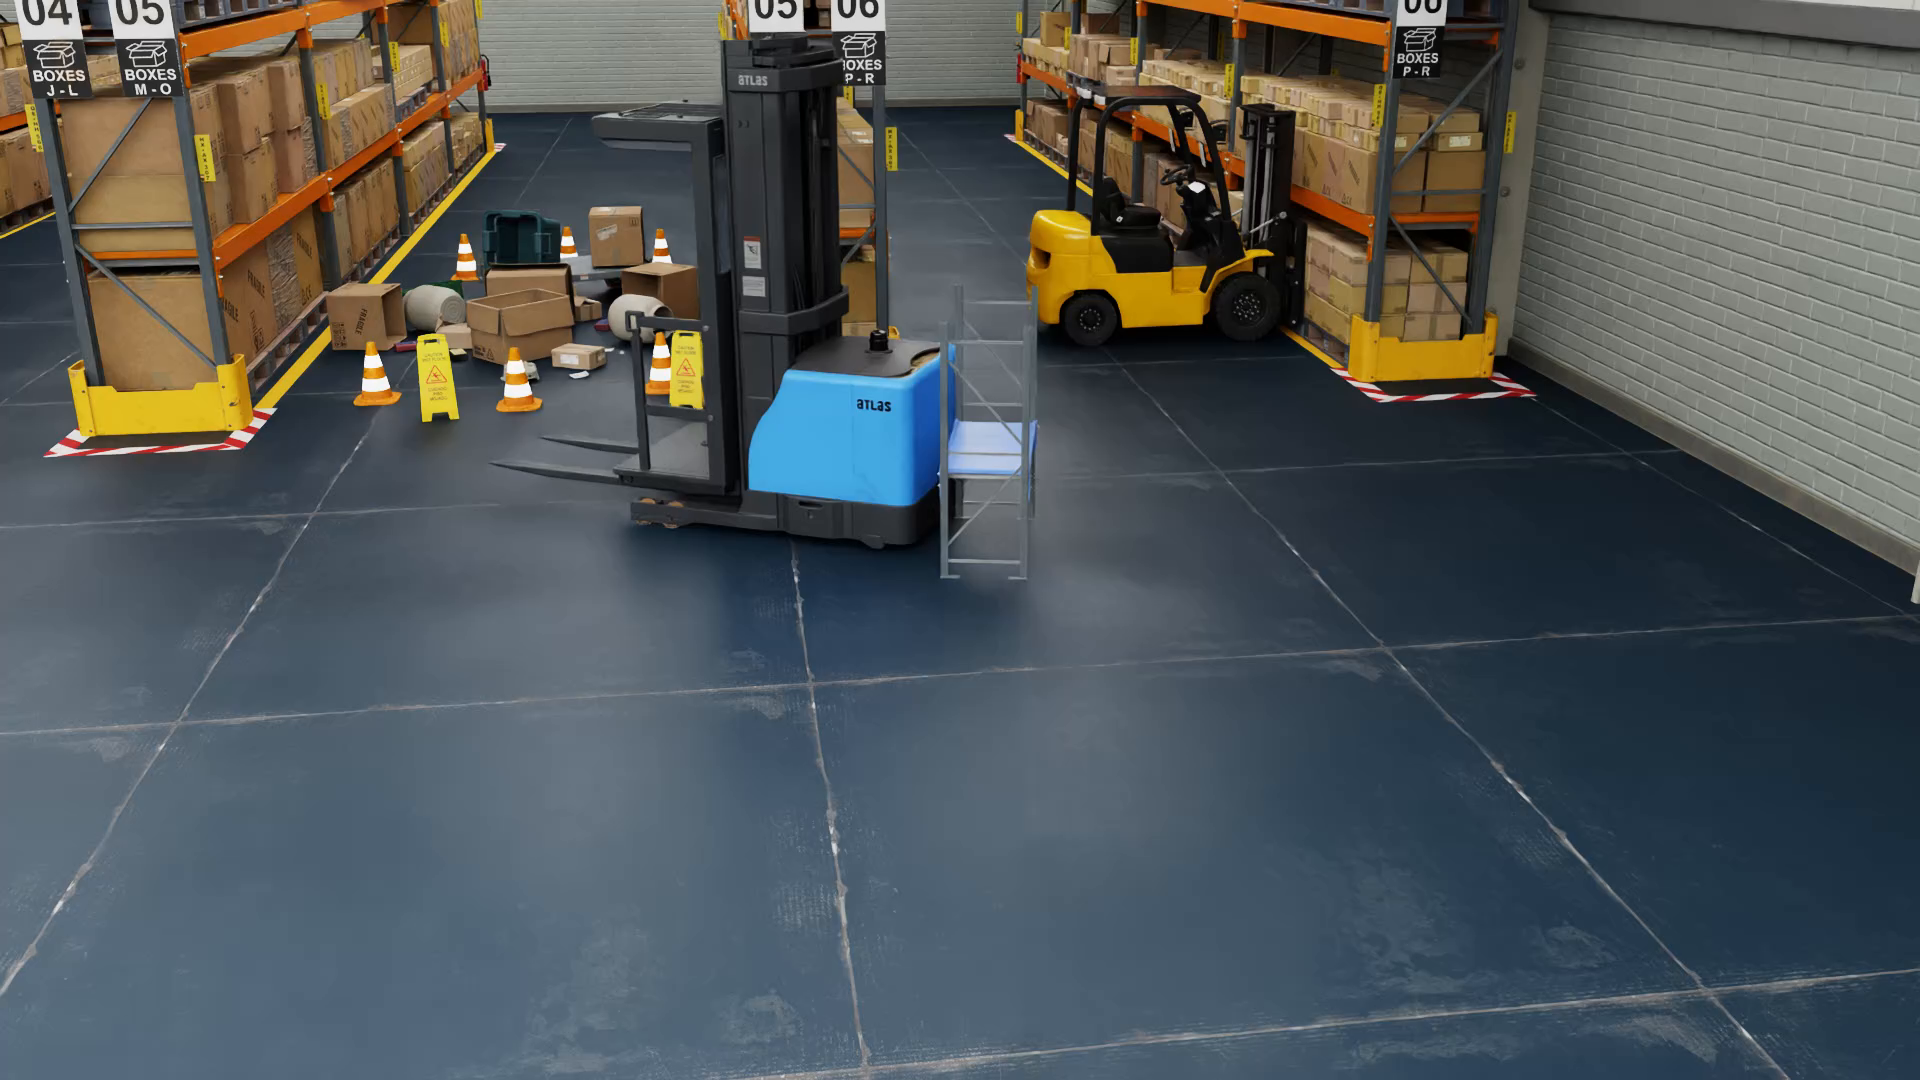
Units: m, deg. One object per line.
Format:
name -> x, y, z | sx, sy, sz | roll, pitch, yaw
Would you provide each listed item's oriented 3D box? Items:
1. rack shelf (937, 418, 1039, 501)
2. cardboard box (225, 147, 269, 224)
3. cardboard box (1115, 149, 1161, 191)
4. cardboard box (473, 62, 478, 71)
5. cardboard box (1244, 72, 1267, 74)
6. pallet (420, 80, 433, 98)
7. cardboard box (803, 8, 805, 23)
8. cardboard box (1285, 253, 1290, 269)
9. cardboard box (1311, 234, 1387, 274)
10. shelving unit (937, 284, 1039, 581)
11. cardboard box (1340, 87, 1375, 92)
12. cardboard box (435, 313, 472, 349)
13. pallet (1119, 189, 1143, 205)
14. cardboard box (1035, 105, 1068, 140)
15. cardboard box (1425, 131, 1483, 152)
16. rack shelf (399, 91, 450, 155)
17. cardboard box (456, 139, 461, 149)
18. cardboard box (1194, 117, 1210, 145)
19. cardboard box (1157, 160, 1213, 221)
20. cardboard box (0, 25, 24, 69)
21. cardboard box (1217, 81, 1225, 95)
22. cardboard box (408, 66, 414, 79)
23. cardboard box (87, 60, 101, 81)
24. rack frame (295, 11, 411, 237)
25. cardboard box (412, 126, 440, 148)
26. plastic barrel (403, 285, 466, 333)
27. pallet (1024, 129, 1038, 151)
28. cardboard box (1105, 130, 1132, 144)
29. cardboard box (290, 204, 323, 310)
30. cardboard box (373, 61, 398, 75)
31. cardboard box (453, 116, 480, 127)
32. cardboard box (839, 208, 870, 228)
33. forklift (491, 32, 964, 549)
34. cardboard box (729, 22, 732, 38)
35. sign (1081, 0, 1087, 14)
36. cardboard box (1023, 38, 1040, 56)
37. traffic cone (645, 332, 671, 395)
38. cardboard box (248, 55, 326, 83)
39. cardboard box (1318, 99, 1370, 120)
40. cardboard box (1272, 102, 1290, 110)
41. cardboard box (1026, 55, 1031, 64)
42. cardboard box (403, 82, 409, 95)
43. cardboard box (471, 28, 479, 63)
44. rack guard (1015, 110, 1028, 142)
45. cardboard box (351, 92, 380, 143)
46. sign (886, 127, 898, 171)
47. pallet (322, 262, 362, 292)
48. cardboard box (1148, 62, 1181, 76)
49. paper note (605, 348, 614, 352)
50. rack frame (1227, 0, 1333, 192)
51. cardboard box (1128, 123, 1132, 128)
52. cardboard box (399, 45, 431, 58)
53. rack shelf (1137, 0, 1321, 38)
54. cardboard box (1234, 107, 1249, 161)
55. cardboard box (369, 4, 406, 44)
rack shelf -> 0.181, -0.489, 9.897 | 0.538, 0.185, 1.000 | 2, 21, 4
cardboard box -> -6.105, -2.849, 13.342 | 0.875, 0.550, 0.550 | -3, 21, -8
cardboard box -> 2.357, -4.904, 22.031 | 0.500, 0.500, 0.500 | -3, 21, -9
cardboard box -> -7.929, -7.586, 26.599 | 0.380, 0.149, 0.250 | -3, 21, -8
cardboard box -> 3.258, -5.197, 18.775 | 0.380, 0.149, 0.250 | -3, 21, -7
pallet -> -7.713, -6.056, 22.417 | 1.003, 0.211, 1.213 | -3, 21, -8
cardboard box -> -1.437, -4.214, 13.283 | 0.380, 0.149, 0.250 | -3, 21, -7
cardboard box -> 3.241, -2.620, 15.559 | 0.500, 0.250, 0.500 | -3, 21, -8
cardboard box -> 3.392, -2.496, 14.513 | 0.500, 0.250, 0.500 | -3, 21, -7
shelving unit -> 0.181, -0.658, 9.834 | 0.538, 1.500, 1.048 | 2, 21, 4
cardboard box -> 3.767, -4.134, 15.502 | 0.380, 0.149, 0.250 | -3, 21, -8
cardboard box -> -4.455, -1.865, 14.829 | 0.396, 0.266, 0.258 | 1, 20, 2
pallet -> 2.623, -4.523, 22.024 | 1.003, 0.211, 1.213 | -3, 21, -8
cardboard box -> 1.619, -6.850, 27.242 | 0.700, 0.500, 0.500 | -2, 21, -6
cardboard box -> 4.054, -3.280, 13.642 | 0.380, 0.149, 0.250 | -3, 21, -9
rack shelf -> -7.390, -5.388, 21.383 | 1.077, 0.370, 4.000 | -3, 21, -8
cardboard box -> -7.663, -5.915, 24.816 | 0.380, 0.149, 0.250 | -2, 21, -5
cardboard box -> 2.860, -4.449, 18.055 | 0.500, 0.250, 0.500 | -3, 21, -8
cardboard box -> 2.871, -4.211, 19.997 | 0.875, 0.625, 0.625 | -2, 21, -6
cardboard box -> -12.414, -6.260, 21.114 | 0.797, 0.503, 0.637 | -3, 21, -7
cardboard box -> 2.962, -4.818, 17.758 | 0.380, 0.149, 0.250 | -3, 21, -8
cardboard box -> -7.203, -5.968, 21.240 | 0.380, 0.149, 0.250 | -2, 21, -6
cardboard box -> -12.477, -6.620, 23.442 | 0.500, 0.250, 0.500 | -3, 21, -8
rack frame -> -7.102, -5.033, 19.403 | 1.000, 3.000, 0.127 | -3, 21, -8
cardboard box -> -7.260, -5.371, 22.210 | 0.500, 0.250, 0.500 | -2, 21, -5
plastic barrel -> -4.844, -2.125, 15.302 | 0.512, 0.421, 0.421 | 12, 24, 30
pallet -> 1.667, -6.730, 27.934 | 1.003, 0.211, 1.213 | -3, 21, -8
cardboard box -> 2.208, -5.517, 22.746 | 0.380, 0.149, 0.250 | -4, 21, -10
cardboard box -> -6.504, -2.628, 15.401 | 0.875, 0.875, 0.875 | -3, 21, -7
cardboard box -> -7.049, -5.738, 20.201 | 0.380, 0.149, 0.250 | -3, 21, -8
cardboard box -> -7.786, -6.599, 26.221 | 0.380, 0.149, 0.250 | -3, 21, -9
cardboard box -> -0.909, -2.558, 13.136 | 0.380, 0.149, 0.250 | -3, 21, -8
forklift -> -1.550, -1.610, 10.338 | 3.031, 2.935, 1.130 | 7, 22, 18
cardboard box -> -2.765, -6.523, 21.823 | 0.500, 0.500, 0.500 | -3, 21, -9
sign -> 2.092, -9.050, 28.054 | 0.100, 0.325, 0.005 | -3, 21, -8
cardboard box -> 1.339, -8.237, 27.773 | 0.500, 0.250, 0.500 | -3, 21, -7
traffic cone -> -2.404, -1.443, 13.418 | 0.336, 0.463, 0.334 | -3, 21, -8
cardboard box -> -6.679, -4.512, 16.439 | 0.700, 0.500, 0.500 | -3, 21, -9
cardboard box -> 3.346, -3.750, 14.474 | 0.380, 0.149, 0.250 | -2, 21, -6
cardboard box -> 3.158, -4.053, 15.710 | 0.380, 0.149, 0.250 | -3, 21, -8
cardboard box -> 1.316, -8.093, 27.957 | 0.380, 0.149, 0.250 | -3, 21, -8
cardboard box -> -7.126, -5.648, 20.811 | 0.380, 0.149, 0.250 | -2, 21, -6
cardboard box -> -7.936, -7.846, 26.368 | 0.500, 0.500, 0.500 | -2, 21, -7
rack guard -> 1.551, -7.141, 28.622 | 1.175, 0.500, 0.348 | -3, 21, -8
cardboard box -> -6.629, -4.591, 18.079 | 0.500, 0.500, 0.500 | -3, 21, -9
sign -> -0.528, -2.980, 12.671 | 0.100, 0.325, 0.005 | -3, 21, -8
pallet -> -6.711, -2.605, 16.888 | 1.003, 0.211, 1.213 | -3, 21, -8
cardboard box -> 2.487, -5.702, 20.126 | 0.380, 0.149, 0.250 | -2, 21, -7
paper note -> -3.145, -1.680, 14.686 | 0.148, 0.019, 0.142 | 4, 21, 11
rack frame -> 3.270, -4.184, 17.131 | 1.000, 3.000, 0.127 | -3, 21, -8
cardboard box -> 2.591, -5.811, 23.532 | 0.380, 0.149, 0.250 | -2, 21, -6
cardboard box -> -7.428, -6.646, 22.632 | 0.380, 0.149, 0.250 | -2, 21, -5
rack shelf -> 2.981, -5.945, 18.586 | 1.077, 0.370, 4.000 | -3, 21, -8
cardboard box -> 3.075, -4.064, 16.667 | 0.500, 0.500, 0.500 | -3, 21, -9
cardboard box -> -8.014, -7.221, 23.266 | 0.500, 0.500, 0.500 | -4, 21, -10
